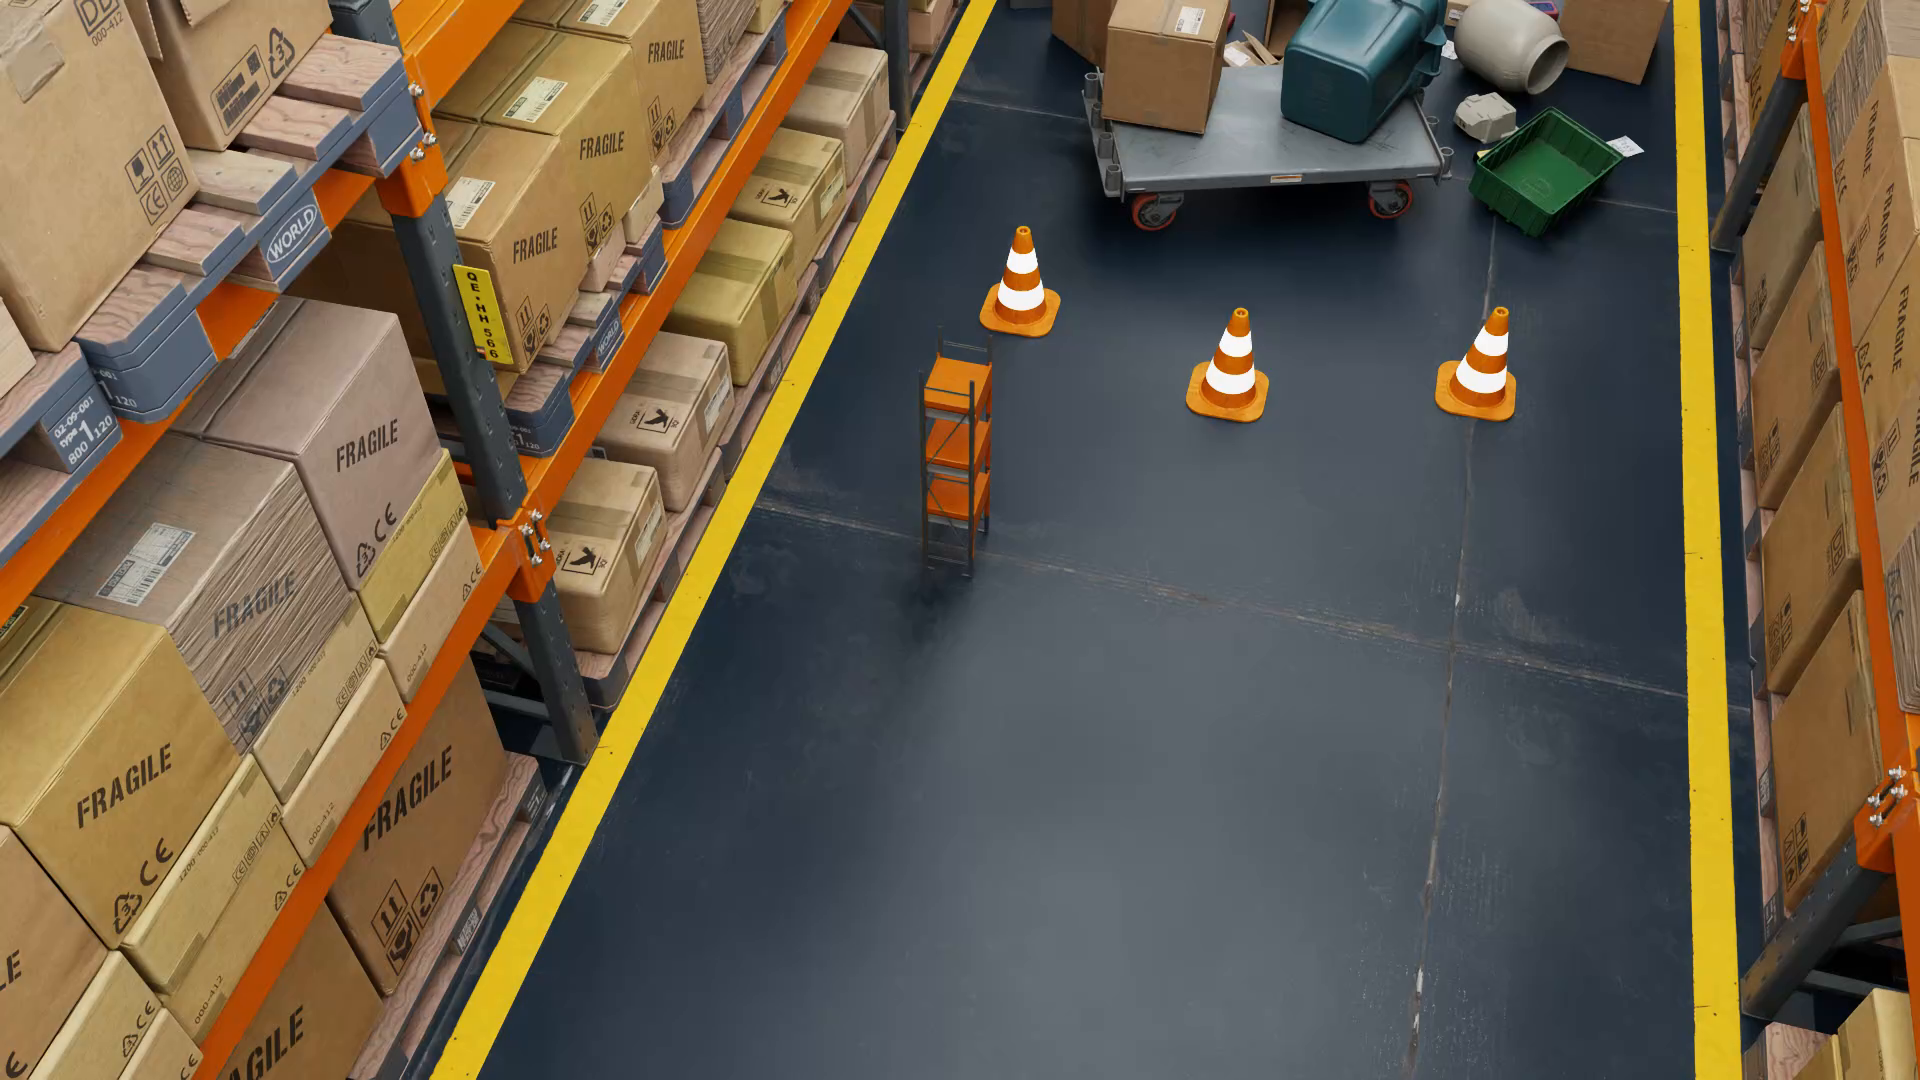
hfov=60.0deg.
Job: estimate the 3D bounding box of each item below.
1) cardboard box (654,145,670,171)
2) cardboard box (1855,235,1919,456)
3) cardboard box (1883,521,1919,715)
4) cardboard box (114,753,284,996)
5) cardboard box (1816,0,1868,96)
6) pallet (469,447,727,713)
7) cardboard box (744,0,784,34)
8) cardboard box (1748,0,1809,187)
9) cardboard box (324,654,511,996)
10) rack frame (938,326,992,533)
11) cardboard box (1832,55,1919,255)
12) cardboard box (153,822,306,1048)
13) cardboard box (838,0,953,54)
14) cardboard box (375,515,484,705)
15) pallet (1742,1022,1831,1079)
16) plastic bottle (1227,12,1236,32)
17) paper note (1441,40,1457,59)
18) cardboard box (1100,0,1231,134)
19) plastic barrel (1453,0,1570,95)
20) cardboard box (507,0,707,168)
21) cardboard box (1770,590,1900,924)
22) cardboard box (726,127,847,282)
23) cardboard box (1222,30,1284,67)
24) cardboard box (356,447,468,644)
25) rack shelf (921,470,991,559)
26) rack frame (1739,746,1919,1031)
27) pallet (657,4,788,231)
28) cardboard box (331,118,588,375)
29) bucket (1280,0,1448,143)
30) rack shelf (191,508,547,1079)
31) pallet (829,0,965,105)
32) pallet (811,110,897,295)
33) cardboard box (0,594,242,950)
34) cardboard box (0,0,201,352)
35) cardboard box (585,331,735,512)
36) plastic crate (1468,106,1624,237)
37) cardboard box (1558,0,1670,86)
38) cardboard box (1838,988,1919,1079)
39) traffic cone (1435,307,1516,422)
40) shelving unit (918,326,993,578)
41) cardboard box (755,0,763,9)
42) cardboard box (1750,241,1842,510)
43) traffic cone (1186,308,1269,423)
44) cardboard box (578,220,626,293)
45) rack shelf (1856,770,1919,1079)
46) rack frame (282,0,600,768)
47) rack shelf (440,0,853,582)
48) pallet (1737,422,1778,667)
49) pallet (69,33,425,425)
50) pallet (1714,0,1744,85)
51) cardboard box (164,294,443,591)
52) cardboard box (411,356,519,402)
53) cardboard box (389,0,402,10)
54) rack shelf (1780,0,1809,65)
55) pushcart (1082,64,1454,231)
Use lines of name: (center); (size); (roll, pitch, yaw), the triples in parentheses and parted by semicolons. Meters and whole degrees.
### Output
cardboard box: (-1.234, -1.345, 5.743); (0.380, 0.149, 0.250); (14, 50, 12)
cardboard box: (3.123, -0.550, 5.087); (0.500, 0.500, 0.500); (11, 49, 9)
cardboard box: (2.859, 0.172, 4.450); (0.500, 0.500, 0.500); (12, 50, 10)
cardboard box: (-1.931, 0.711, 3.808); (0.500, 0.250, 0.500); (10, 49, 9)
cardboard box: (3.654, -2.015, 6.380); (0.500, 0.500, 0.500); (12, 50, 10)
pallet: (-1.596, 0.038, 6.495); (1.003, 0.211, 1.213); (12, 50, 10)
cardboard box: (-0.901, -2.107, 6.415); (0.380, 0.149, 0.250); (12, 50, 10)
cardboard box: (4.285, -2.186, 7.735); (0.875, 0.875, 0.875); (12, 50, 11)
cardboard box: (-2.065, 0.727, 5.163); (0.875, 0.875, 0.875); (11, 50, 10)
rack frame: (0.018, -0.397, 6.319); (0.200, 1.050, 0.008); (12, 50, 10)
cardboard box: (3.388, -1.289, 5.739); (0.500, 0.500, 0.500); (11, 50, 10)
cardboard box: (-1.953, 0.880, 3.991); (0.500, 0.250, 0.500); (11, 50, 10)
cardboard box: (-0.334, -2.816, 8.707); (0.500, 0.250, 0.500); (10, 49, 8)
cardboard box: (-1.685, 0.147, 4.639); (0.500, 0.250, 0.500); (10, 49, 9)
pallet: (2.792, 2.072, 4.700); (1.003, 0.211, 1.213); (12, 50, 10)
plastic bottle: (1.399, -2.804, 9.103); (0.133, 0.061, 0.283); (19, 51, 16)
paper note: (2.644, -2.668, 9.008); (0.172, 0.023, 0.155); (28, 54, 22)
cardboard box: (0.975, -2.307, 7.866); (0.500, 0.500, 0.500); (12, 50, 10)
plastic barrel: (2.871, -2.580, 8.664); (0.421, 0.421, 0.512); (-27, 54, -22)
cardboard box: (-1.197, -1.634, 5.565); (0.500, 0.500, 0.500); (12, 50, 11)
cardboard box: (3.247, 0.767, 5.212); (1.050, 0.750, 0.750); (11, 49, 10)
cardboard box: (-1.071, -1.582, 7.537); (0.950, 0.372, 0.625); (14, 50, 12)
cardboard box: (1.535, -2.474, 8.675); (0.258, 0.266, 0.396); (-19, 51, -16)
cardboard box: (-1.685, -0.035, 4.466); (0.500, 0.250, 0.500); (11, 50, 10)
rack shelf: (-0.014, -0.118, 6.457); (0.215, 0.259, 0.240); (12, 50, 10)
rack frame: (2.999, 0.584, 4.153); (1.000, 3.000, 0.127); (12, 50, 10)
pallet: (-1.321, -1.696, 6.293); (1.003, 0.211, 1.213); (12, 50, 10)
cardboard box: (-1.461, -0.870, 4.891); (0.500, 0.500, 0.500); (10, 49, 9)
bucket: (1.864, -2.283, 7.852); (0.726, 0.611, 0.620); (28, 64, 22)
rack shelf: (-2.329, 1.365, 3.943); (1.077, 0.370, 4.000); (12, 50, 10)
pallet: (-0.607, -2.783, 8.984); (1.003, 0.211, 1.213); (12, 50, 10)
pallet: (-0.953, -1.727, 8.052); (1.003, 0.211, 1.213); (12, 50, 10)
cardboard box: (-1.951, 0.472, 3.518); (0.500, 0.500, 0.500); (12, 50, 10)
cardboard box: (-1.880, -0.731, 2.966); (0.700, 0.500, 0.500); (9, 49, 8)
cardboard box: (-1.458, -0.531, 6.610); (0.950, 0.372, 0.625); (11, 49, 9)
plastic crate: (2.834, -1.782, 8.078); (0.662, 0.188, 0.450); (-37, 68, -28)
cardboard box: (3.471, -2.808, 8.812); (0.500, 0.500, 0.500); (19, 51, 16)
cardboard box: (2.584, 1.475, 4.253); (0.500, 0.250, 0.500); (10, 49, 8)
traffic cone: (2.243, -0.798, 7.064); (0.336, 0.463, 0.334); (12, 50, 10)
shelving unit: (-0.014, -0.309, 6.241); (0.215, 1.050, 0.252); (12, 50, 10)
cardboard box: (-0.921, -2.373, 6.218); (0.500, 0.500, 0.500); (13, 50, 11)
cardboard box: (3.718, -0.540, 6.365); (1.050, 0.750, 0.750); (12, 50, 10)
traffic cone: (1.163, -0.793, 7.060); (0.336, 0.463, 0.334); (12, 50, 10)
cardboard box: (-1.314, -0.961, 5.404); (0.380, 0.149, 0.250); (9, 49, 8)
rack shelf: (2.473, 2.269, 3.146); (1.077, 0.370, 4.000); (12, 50, 10)
rack frame: (-1.803, -0.320, 4.951); (1.000, 3.000, 0.127); (12, 50, 10)
rack shelf: (-1.276, -1.528, 6.497); (1.077, 0.370, 4.000); (12, 50, 10)
pallet: (3.603, 0.072, 6.465); (1.003, 0.211, 1.213); (12, 50, 10)
pallet: (-1.921, -0.774, 3.476); (1.213, 0.211, 1.003); (14, 50, 12)
pallet: (4.647, -2.807, 9.005); (1.003, 0.211, 1.213); (12, 50, 10)
cardboard box: (-1.686, -0.258, 4.163); (0.500, 0.500, 0.500); (10, 49, 9)
cardboard box: (-1.538, -0.574, 5.062); (0.380, 0.149, 0.250); (9, 49, 8)
cardboard box: (-1.556, -1.424, 4.092); (0.380, 0.149, 0.250); (12, 50, 10)
rack shelf: (4.579, -3.518, 8.253); (1.077, 0.370, 4.000); (12, 50, 10)
pushcart: (1.463, -1.932, 8.122); (1.648, 0.377, 0.936); (-4, 49, -3)
